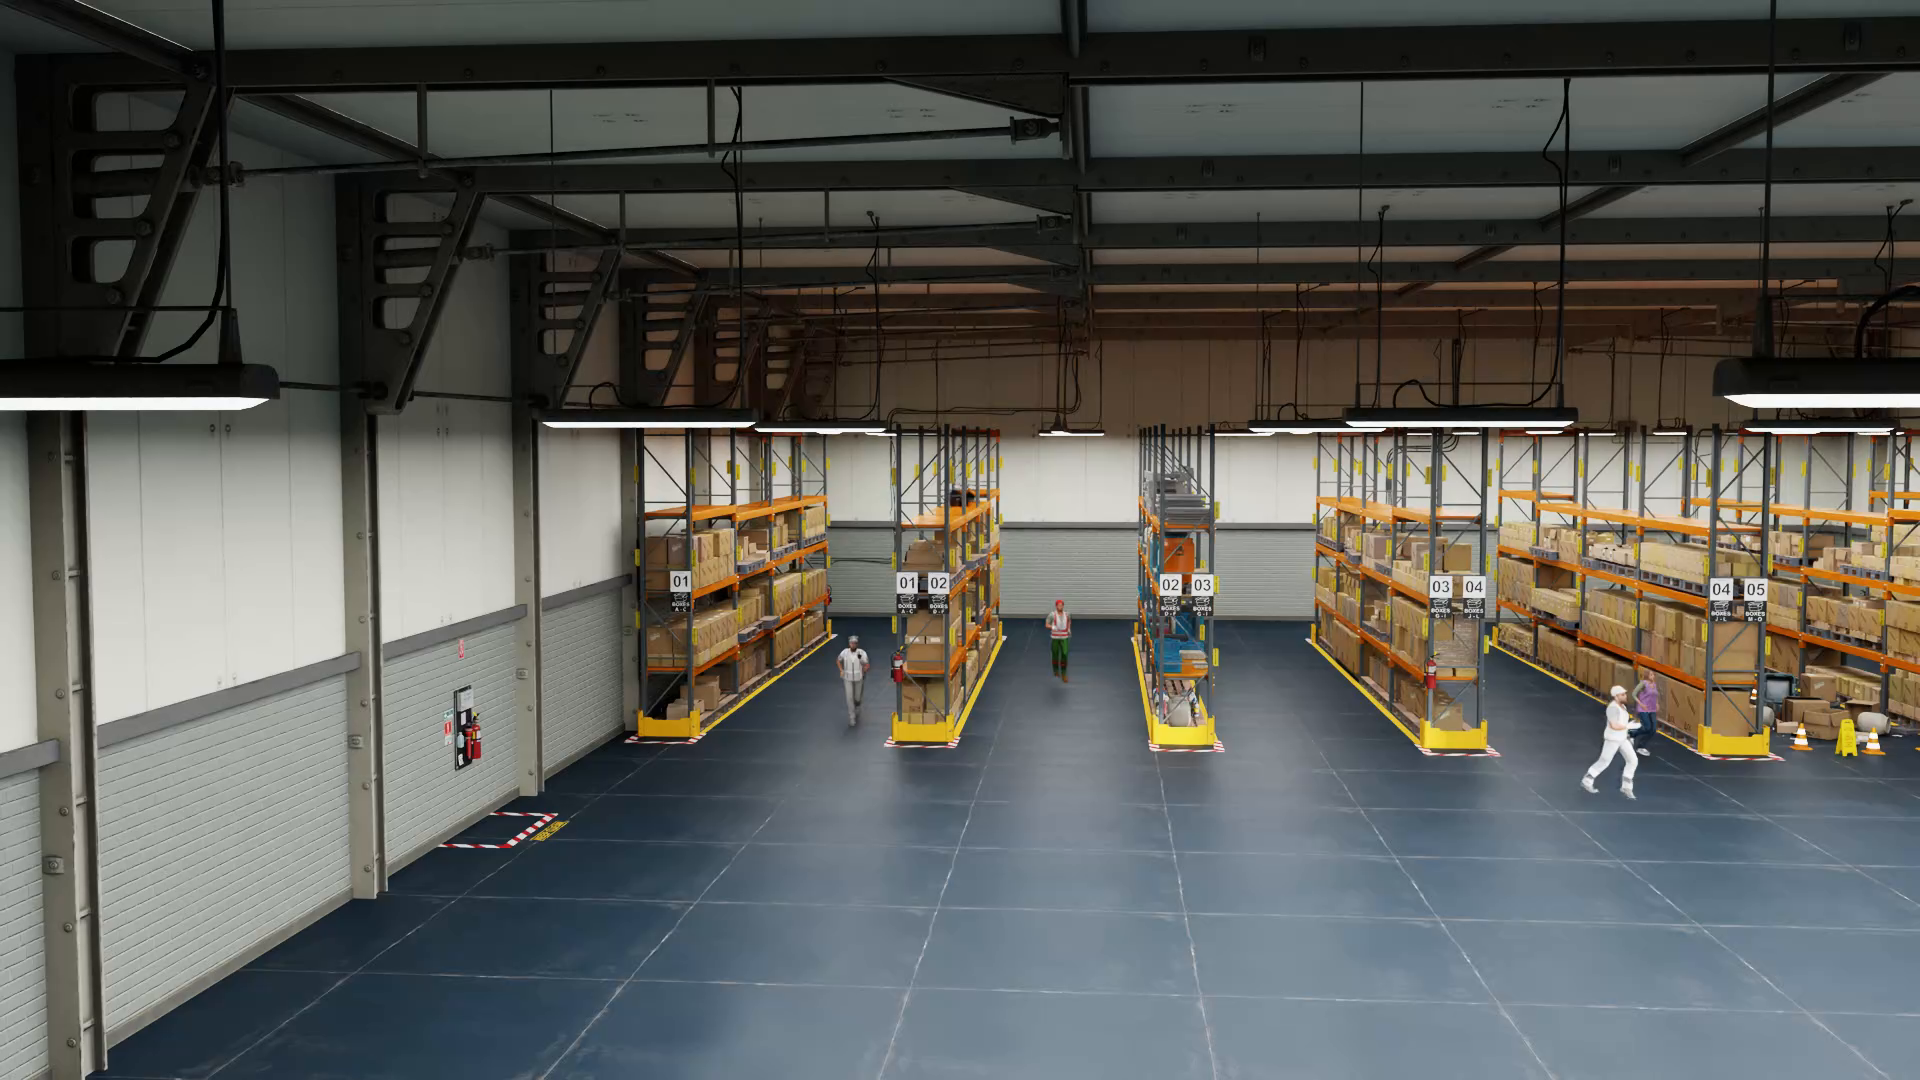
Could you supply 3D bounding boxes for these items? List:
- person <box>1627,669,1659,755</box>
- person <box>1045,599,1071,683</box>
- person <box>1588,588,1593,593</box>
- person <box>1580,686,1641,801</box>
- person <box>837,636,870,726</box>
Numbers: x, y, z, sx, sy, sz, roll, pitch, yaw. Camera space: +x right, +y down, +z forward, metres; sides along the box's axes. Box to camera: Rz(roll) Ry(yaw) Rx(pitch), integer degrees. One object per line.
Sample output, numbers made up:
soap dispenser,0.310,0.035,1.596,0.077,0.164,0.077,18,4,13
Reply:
person,12.464,3.122,30.267,0.569,1.547,0.511,-2,4,-25
person,2.247,2.280,37.704,0.637,1.877,0.745,0,3,-6
person,16.878,2.188,44.474,0.704,1.652,0.724,0,3,1
person,10.406,3.218,26.472,0.920,1.833,0.676,3,5,44
person,-2.154,2.811,33.571,0.663,1.784,0.871,0,3,-5
